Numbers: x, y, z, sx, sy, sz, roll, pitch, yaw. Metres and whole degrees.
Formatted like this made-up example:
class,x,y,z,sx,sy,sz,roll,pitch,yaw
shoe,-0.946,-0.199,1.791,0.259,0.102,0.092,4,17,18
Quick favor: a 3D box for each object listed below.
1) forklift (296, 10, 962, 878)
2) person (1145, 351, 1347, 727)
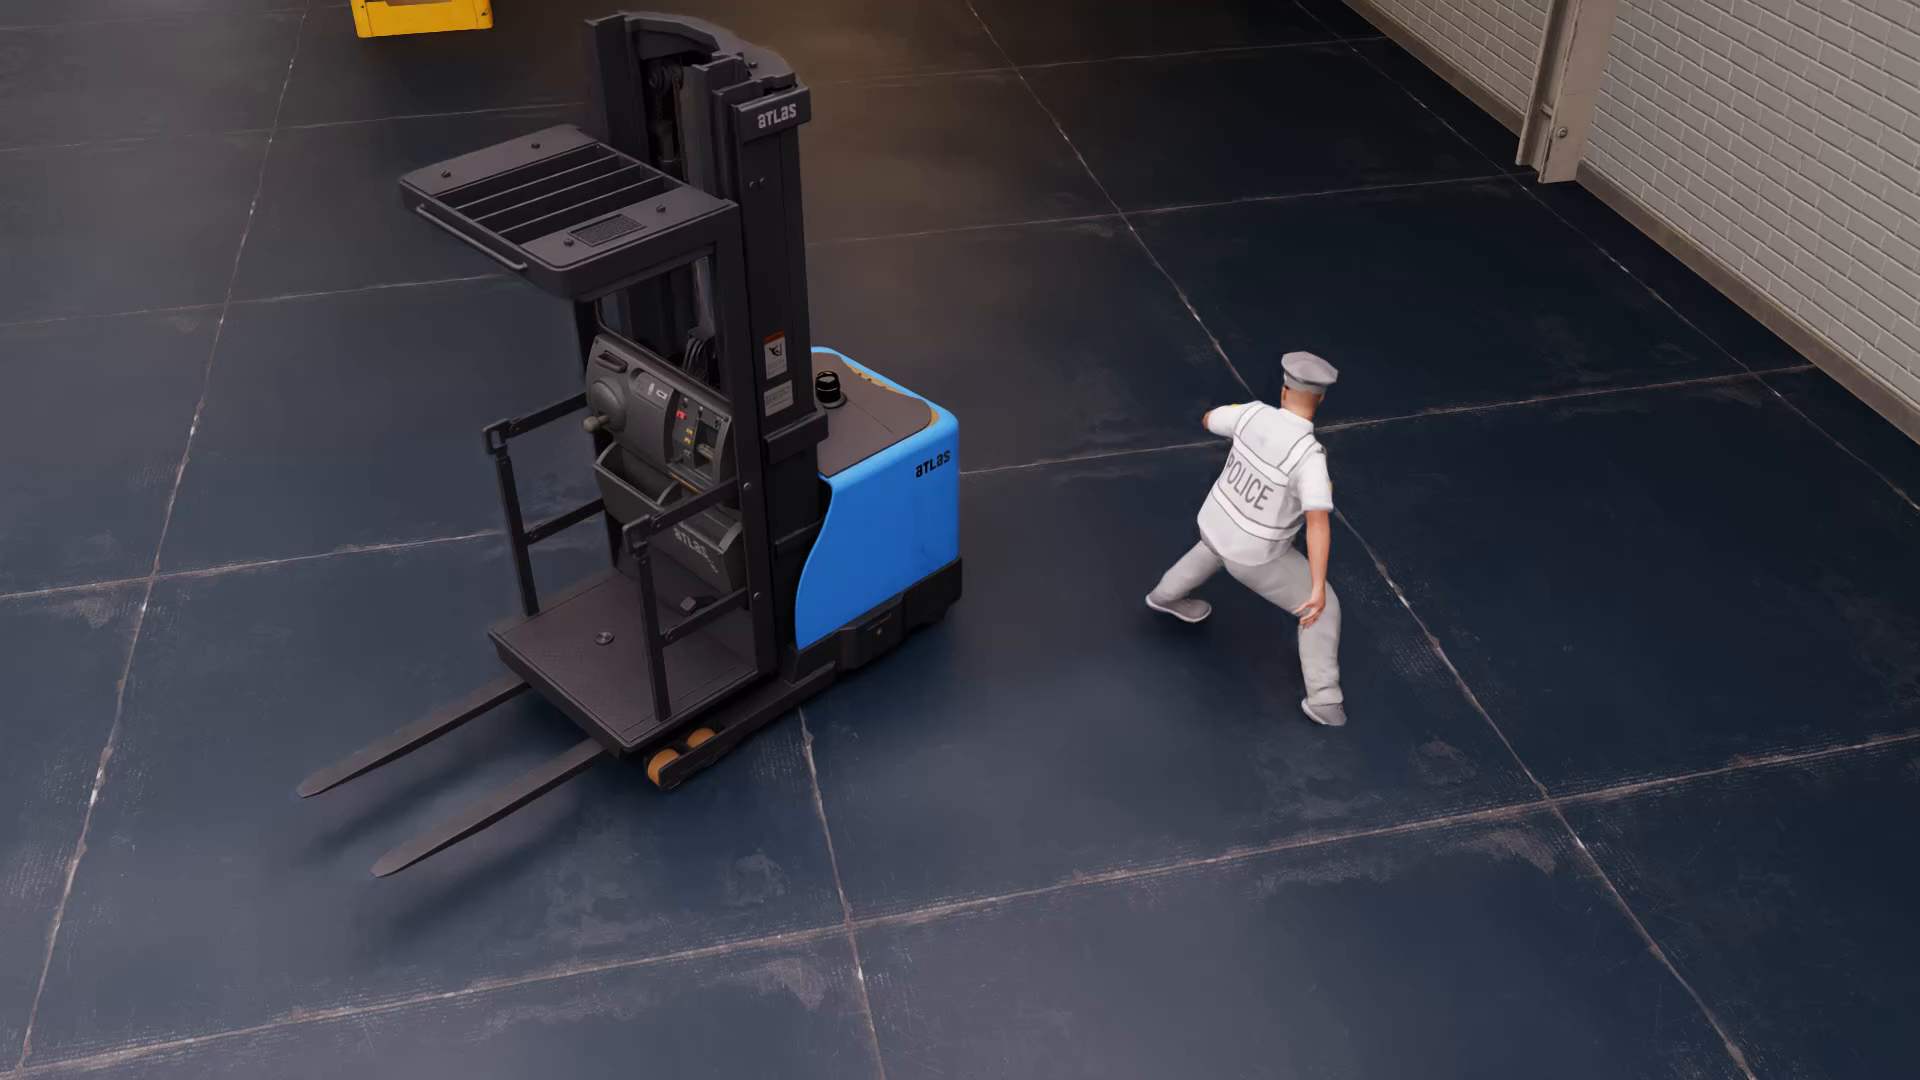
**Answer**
class,x,y,z,sx,sy,sz,roll,pitch,yaw
forklift,-1.393,-0.473,6.707,3.031,2.935,1.130,-30,45,-35
person,1.358,0.022,7.268,0.552,1.705,1.150,-15,39,-20
